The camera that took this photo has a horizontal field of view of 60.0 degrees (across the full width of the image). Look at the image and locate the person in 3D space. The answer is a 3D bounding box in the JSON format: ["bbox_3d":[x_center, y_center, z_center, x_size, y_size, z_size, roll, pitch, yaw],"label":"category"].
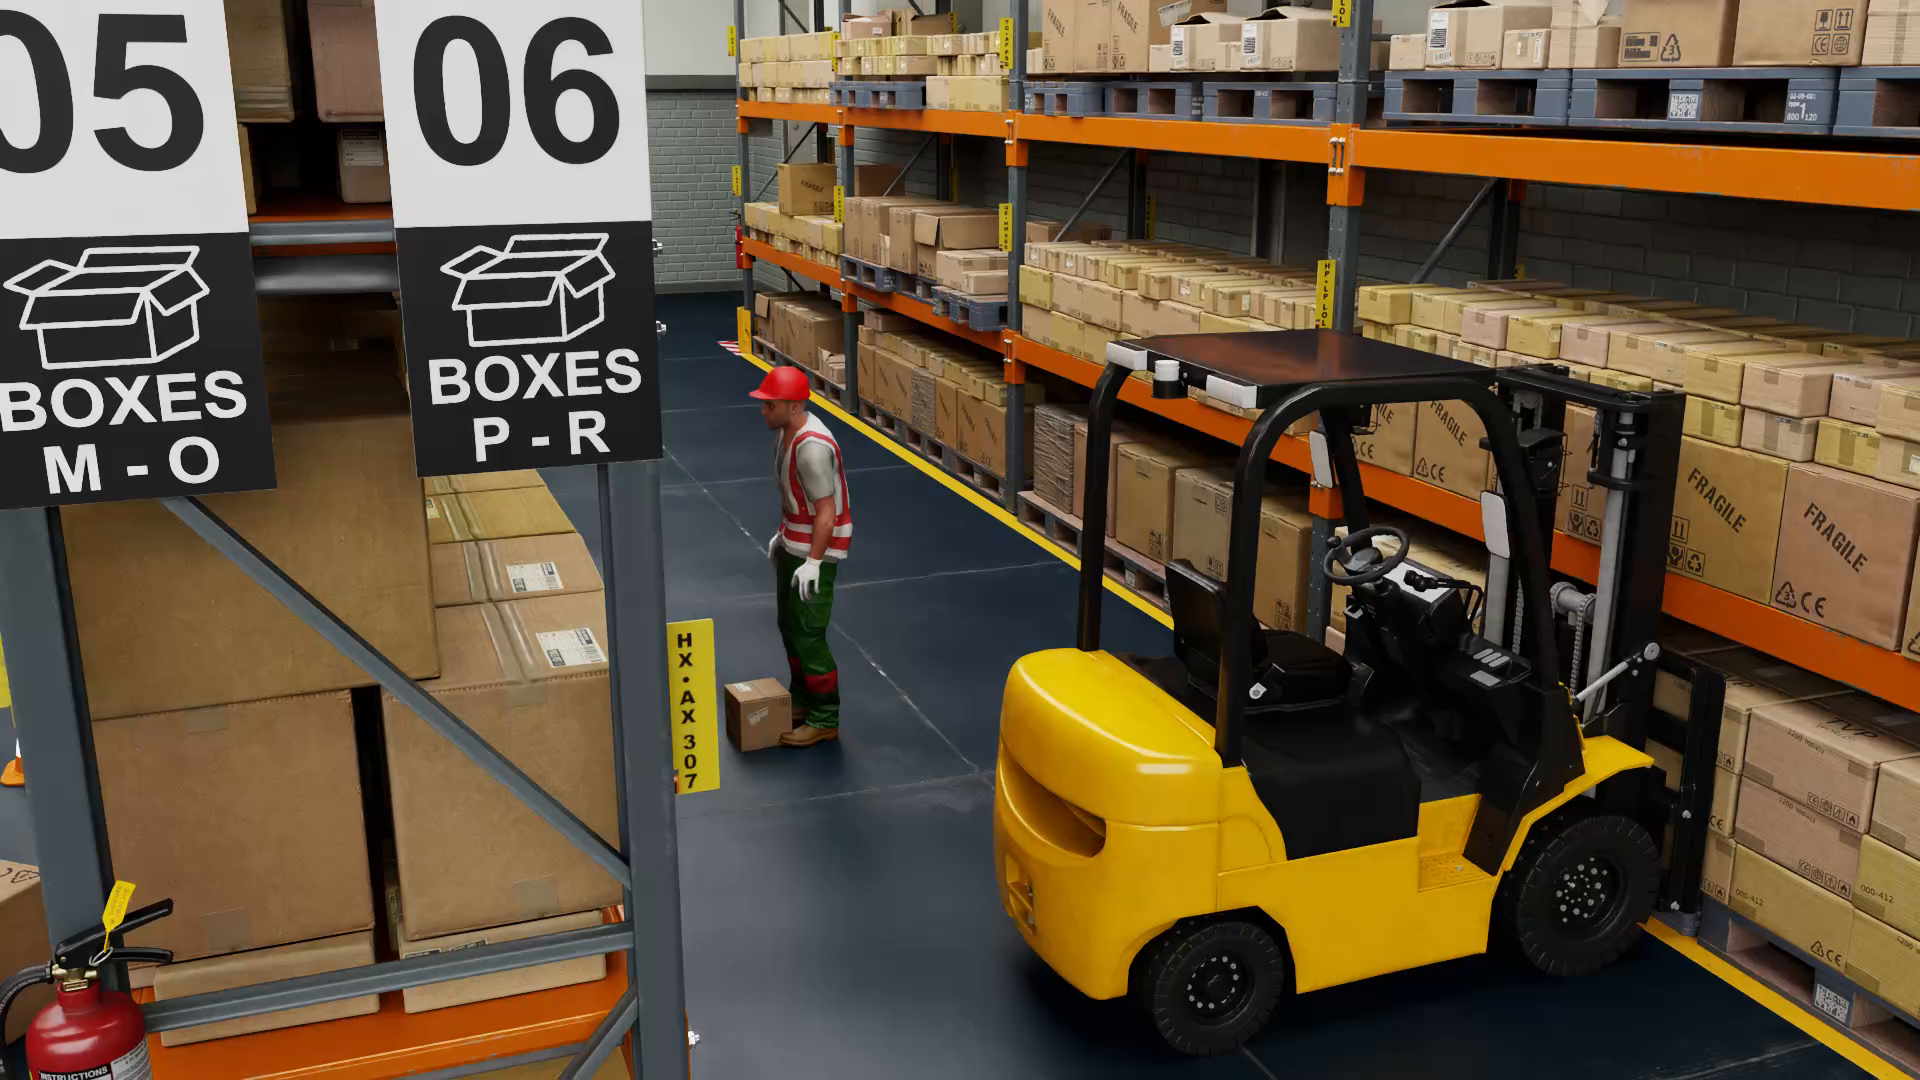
[{"bbox_3d":[-0.743,0.066,7.754,0.448,1.780,0.609,-6,16,-20],"label":"person"}]
